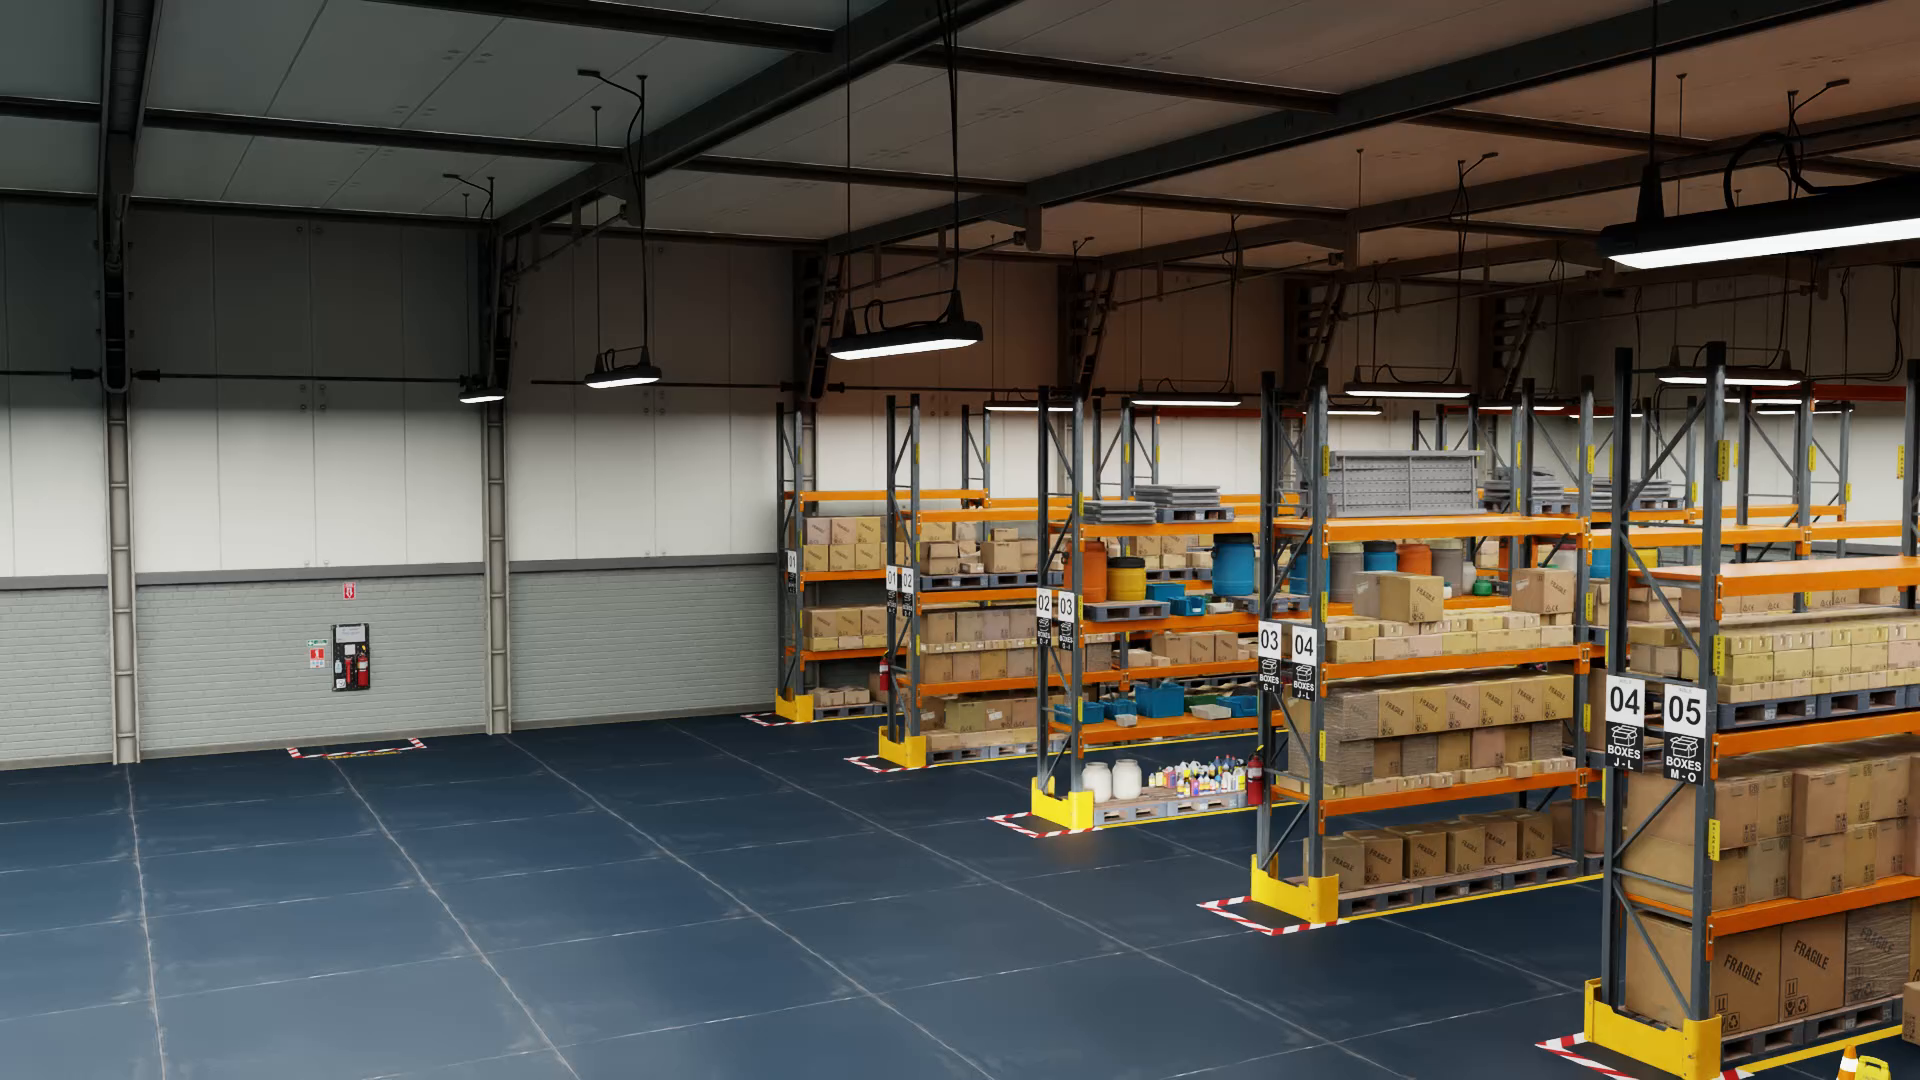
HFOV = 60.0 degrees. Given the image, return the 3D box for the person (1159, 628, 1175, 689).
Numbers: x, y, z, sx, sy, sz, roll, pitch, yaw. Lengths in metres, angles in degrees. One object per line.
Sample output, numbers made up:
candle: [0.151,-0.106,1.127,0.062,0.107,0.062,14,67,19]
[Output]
person: [4.125,2.440,33.409,0.461,1.681,0.526,0,3,-3]
